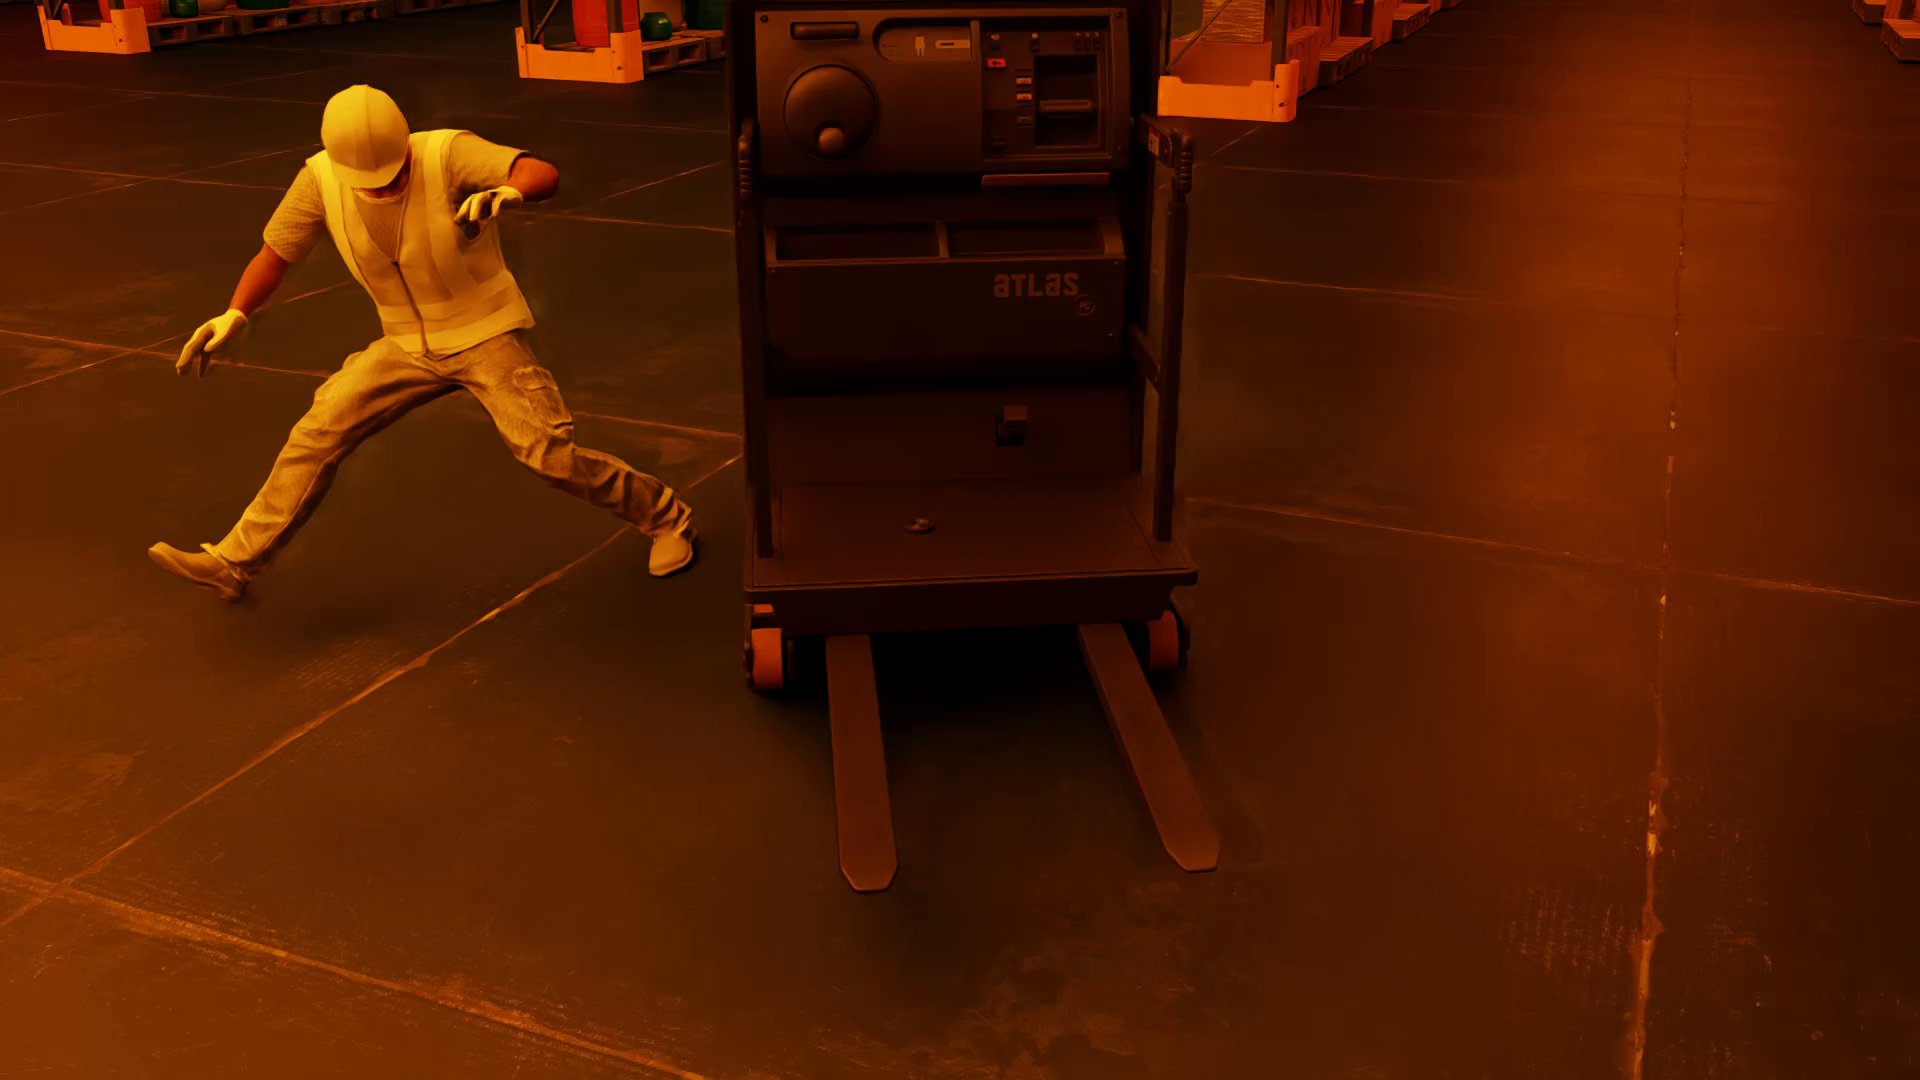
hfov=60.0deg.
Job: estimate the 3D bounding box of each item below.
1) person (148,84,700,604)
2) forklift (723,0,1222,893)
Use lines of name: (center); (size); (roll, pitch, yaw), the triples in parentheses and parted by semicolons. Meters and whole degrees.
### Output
person: (-1.473, -0.521, 4.532); (1.253, 1.420, 0.974); (7, 24, 15)
forklift: (-0.014, -1.107, 3.942); (1.130, 2.935, 3.031); (-2, 23, -6)
